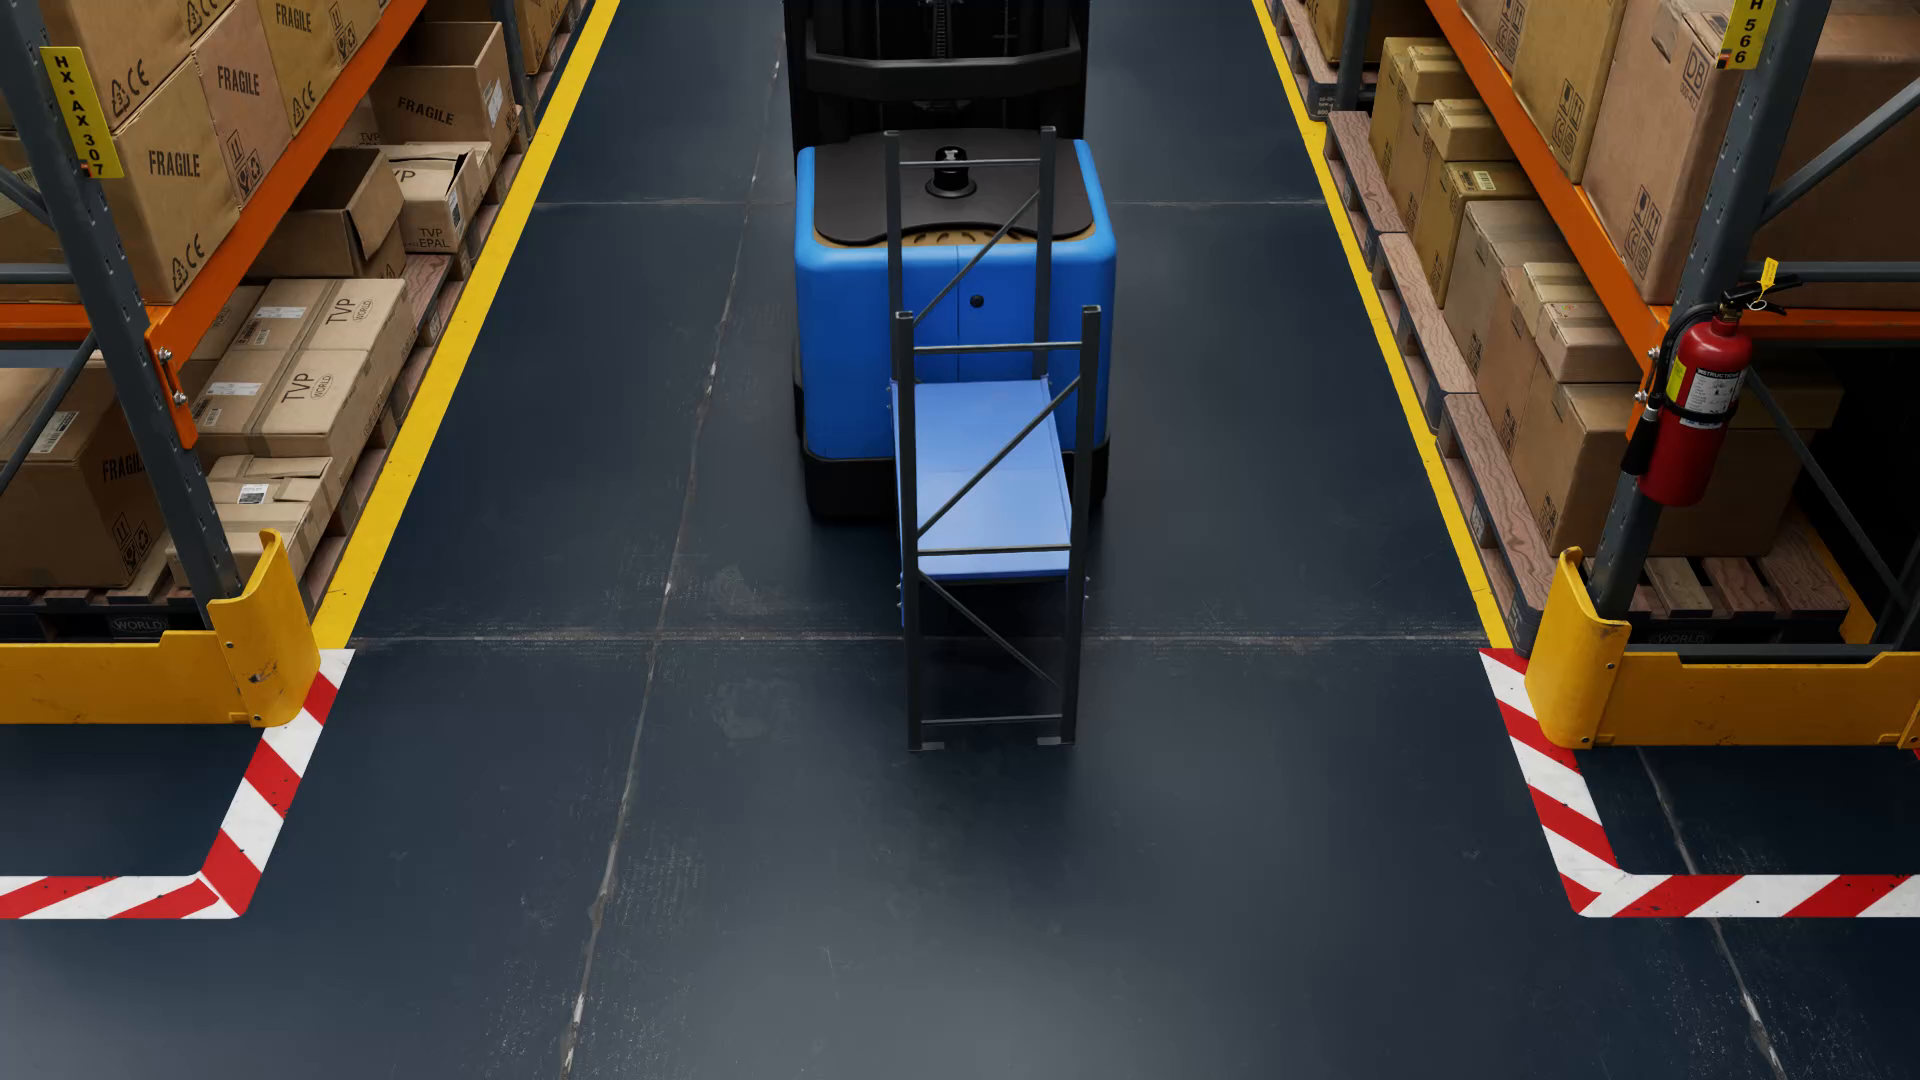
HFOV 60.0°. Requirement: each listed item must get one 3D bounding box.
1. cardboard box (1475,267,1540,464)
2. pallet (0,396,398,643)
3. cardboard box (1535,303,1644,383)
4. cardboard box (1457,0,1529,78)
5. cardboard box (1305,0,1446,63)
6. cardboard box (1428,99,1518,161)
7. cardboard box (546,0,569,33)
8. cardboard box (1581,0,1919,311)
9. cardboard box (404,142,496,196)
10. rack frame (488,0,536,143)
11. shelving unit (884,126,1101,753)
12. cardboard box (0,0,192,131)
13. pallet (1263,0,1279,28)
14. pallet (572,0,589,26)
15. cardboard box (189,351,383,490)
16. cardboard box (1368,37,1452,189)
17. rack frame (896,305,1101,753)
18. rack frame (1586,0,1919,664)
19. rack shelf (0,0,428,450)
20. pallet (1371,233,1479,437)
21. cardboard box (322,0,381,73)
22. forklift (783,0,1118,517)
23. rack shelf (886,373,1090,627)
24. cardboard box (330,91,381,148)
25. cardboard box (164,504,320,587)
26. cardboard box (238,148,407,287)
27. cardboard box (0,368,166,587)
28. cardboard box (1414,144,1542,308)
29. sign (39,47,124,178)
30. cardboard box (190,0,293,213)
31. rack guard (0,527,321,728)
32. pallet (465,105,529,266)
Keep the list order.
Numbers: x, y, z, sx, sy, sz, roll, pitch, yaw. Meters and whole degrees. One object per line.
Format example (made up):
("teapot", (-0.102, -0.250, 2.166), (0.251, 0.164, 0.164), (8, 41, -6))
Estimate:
("cardboard box", (2.245, -0.607, 5.772), (0.700, 0.500, 0.500), (0, 39, 0))
("pallet", (-2.609, -0.120, 5.731), (1.003, 0.211, 1.213), (0, 39, 0))
("cardboard box", (2.063, -0.628, 5.279), (0.380, 0.149, 0.250), (0, 39, -1))
("cardboard box", (2.332, -2.036, 5.652), (0.980, 0.700, 0.700), (-2, 39, -2))
("cardboard box", (2.211, -2.901, 8.355), (0.750, 0.750, 0.750), (0, 39, 0))
("cardboard box", (2.059, -1.603, 6.496), (0.380, 0.149, 0.250), (-1, 39, -1))
("cardboard box", (-2.381, -2.996, 8.737), (0.500, 0.500, 0.500), (0, 39, 1))
("cardboard box", (2.336, -1.104, 4.489), (0.980, 0.700, 0.700), (2, 39, 2))
("cardboard box", (-2.267, -1.632, 7.316), (0.380, 0.149, 0.250), (0, 39, 0))
("rack frame", (-2.612, -3.164, 7.299), (1.000, 3.000, 0.127), (0, 39, 0))
("shelving unit", (0.062, -0.288, 4.910), (0.538, 1.500, 1.048), (-2, 39, -3))
("cardboard box", (-2.344, -1.369, 4.180), (0.500, 0.500, 0.500), (1, 39, 1))
("pallet", (2.261, -3.329, 9.735), (1.003, 0.211, 1.213), (0, 39, 0))
("pallet", (-2.655, -3.349, 9.760), (1.003, 0.211, 1.213), (0, 39, 0))
("cardboard box", (-2.325, -0.414, 5.715), (0.500, 0.250, 0.500), (0, 39, 0))
("cardboard box", (2.240, -1.890, 7.373), (0.700, 0.500, 0.500), (0, 39, 1))
("rack frame", (0.094, 0.030, 4.514), (0.500, 1.500, 0.032), (-2, 39, -3))
("rack frame", (2.346, -0.668, 4.185), (1.000, 3.000, 0.127), (0, 39, 0))
("rack shelf", (-2.610, -1.632, 5.964), (1.077, 0.370, 4.000), (0, 39, 0))
("pallet", (2.269, -0.841, 6.631), (1.003, 0.211, 1.213), (0, 39, 0))
("cardboard box", (-2.347, -1.928, 5.677), (0.500, 0.500, 0.500), (0, 39, 1))
("forklift", (-0.099, -2.127, 6.060), (1.130, 2.935, 3.031), (-2, 39, -3))
("rack shelf", (0.062, -0.147, 5.022), (0.538, 0.185, 1.000), (-2, 39, -3))
("cardboard box", (-2.828, -2.024, 7.675), (0.500, 0.311, 0.500), (0, 39, 0))
("cardboard box", (-2.264, 0.016, 5.259), (0.380, 0.149, 0.250), (0, 39, 0))
("cardboard box", (-2.605, -1.186, 6.476), (0.797, 0.503, 0.637), (0, 39, 0))
("cardboard box", (-2.854, -0.198, 5.246), (0.500, 0.500, 0.500), (0, 39, 0))
("cardboard box", (2.236, -1.255, 6.581), (0.700, 0.500, 0.500), (1, 39, 1))
("sign", (-2.065, -1.001, 3.908), (0.100, 0.325, 0.005), (0, 39, 0))
("cardboard box", (-2.350, -1.302, 4.896), (0.500, 0.500, 0.500), (0, 39, 0))
("rack guard", (-2.608, 0.266, 5.019), (1.175, 0.500, 0.348), (0, 39, 0))
("pallet", (-2.612, -1.646, 7.635), (1.003, 0.211, 1.213), (0, 39, 0))
